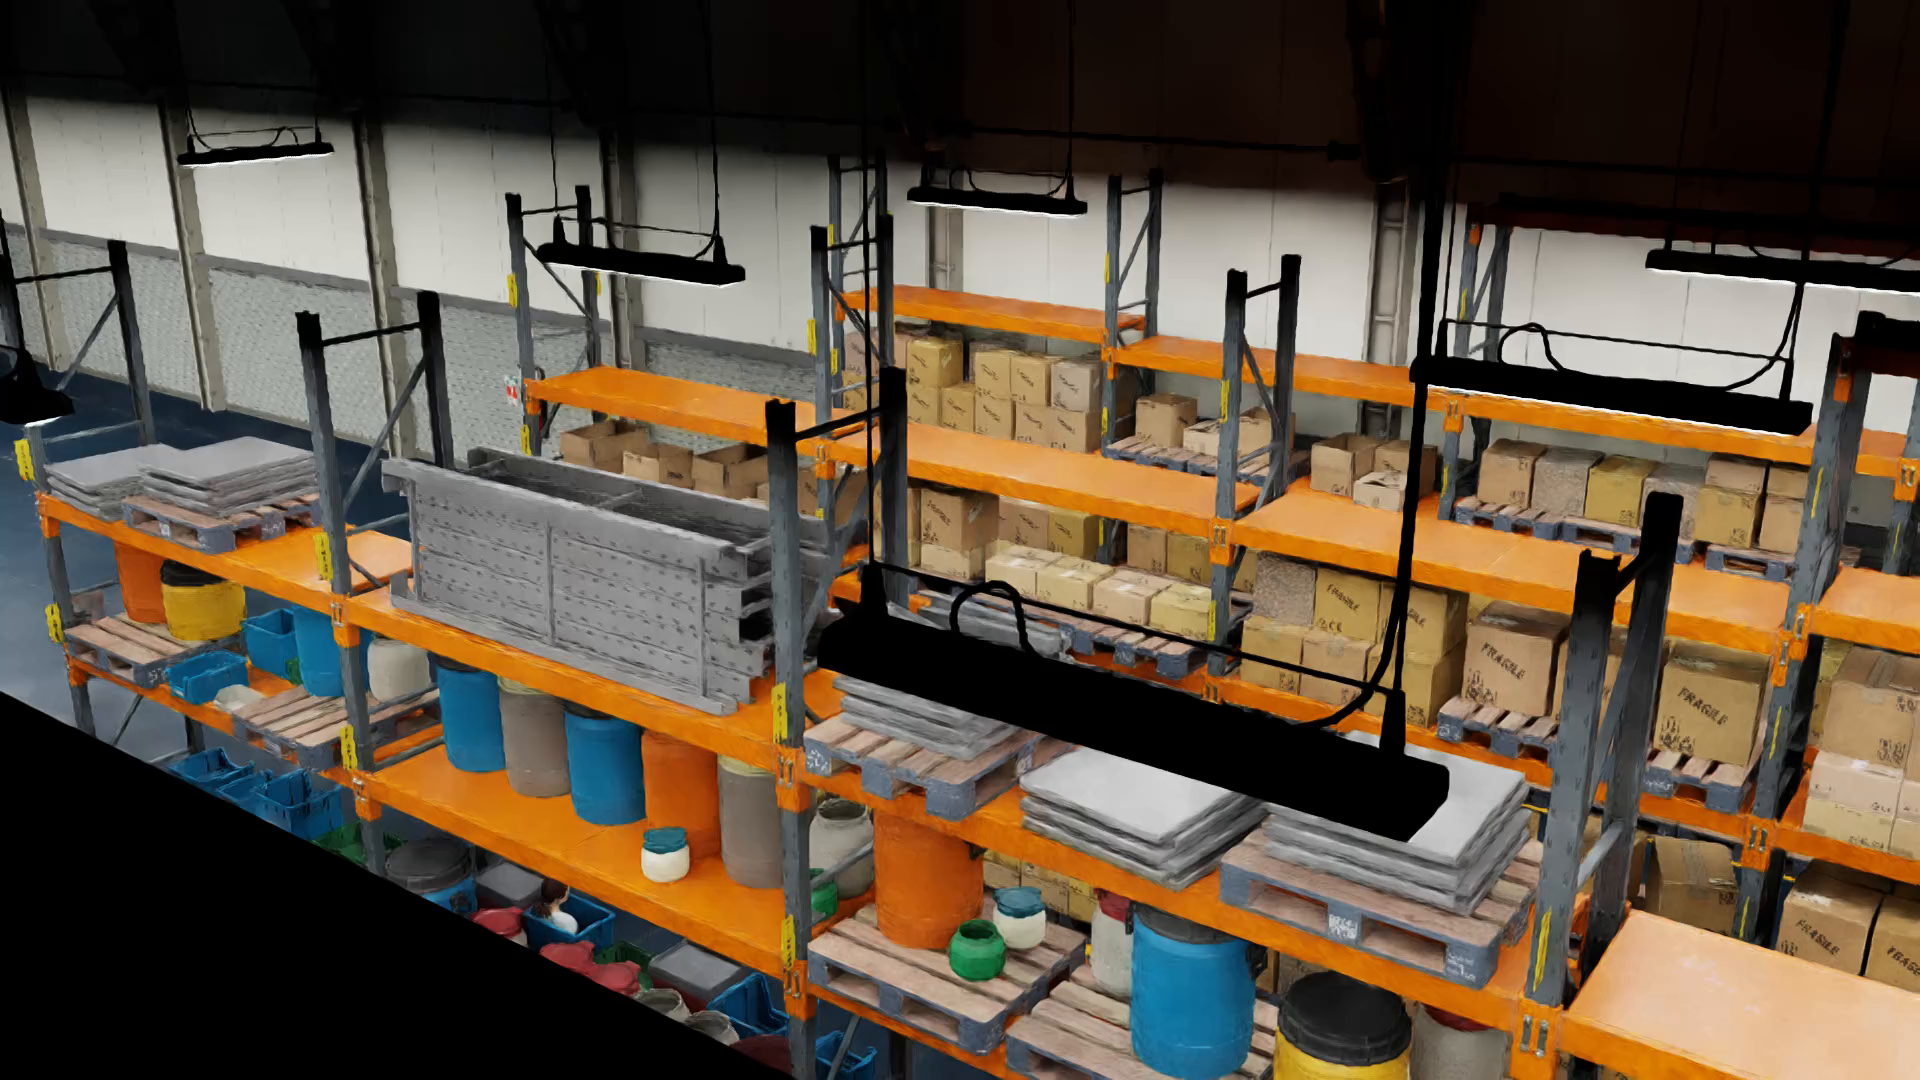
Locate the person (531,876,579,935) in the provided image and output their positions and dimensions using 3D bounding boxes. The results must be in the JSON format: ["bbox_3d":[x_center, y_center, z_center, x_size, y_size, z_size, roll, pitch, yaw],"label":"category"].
[{"bbox_3d":[-2.965,3.203,12.228,0.624,1.668,0.613,8,20,21],"label":"person"}]
